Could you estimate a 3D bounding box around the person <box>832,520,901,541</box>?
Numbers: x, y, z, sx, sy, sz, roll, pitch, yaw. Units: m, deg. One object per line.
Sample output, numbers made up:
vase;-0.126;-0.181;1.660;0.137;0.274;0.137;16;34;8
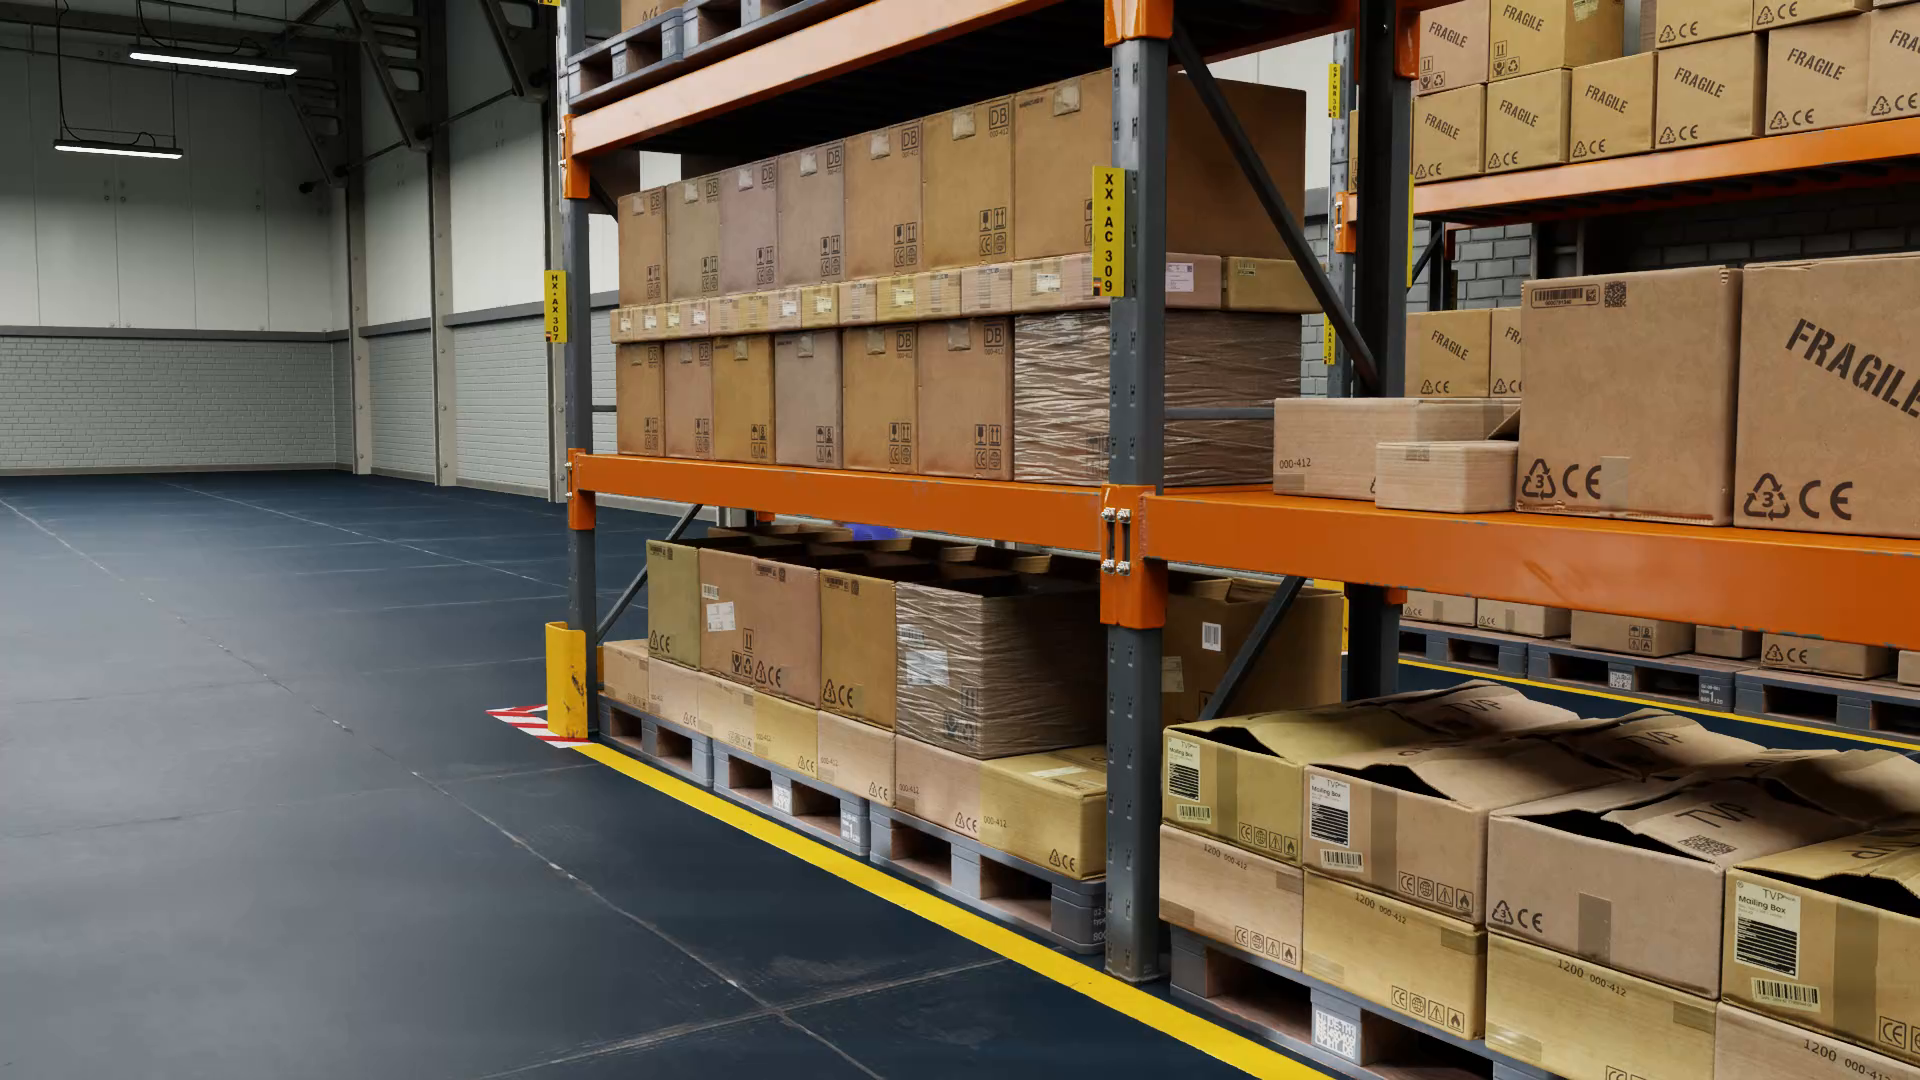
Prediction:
person;-0.529;0.246;10.032;0.460;0.948;0.841;-3;6;-35
